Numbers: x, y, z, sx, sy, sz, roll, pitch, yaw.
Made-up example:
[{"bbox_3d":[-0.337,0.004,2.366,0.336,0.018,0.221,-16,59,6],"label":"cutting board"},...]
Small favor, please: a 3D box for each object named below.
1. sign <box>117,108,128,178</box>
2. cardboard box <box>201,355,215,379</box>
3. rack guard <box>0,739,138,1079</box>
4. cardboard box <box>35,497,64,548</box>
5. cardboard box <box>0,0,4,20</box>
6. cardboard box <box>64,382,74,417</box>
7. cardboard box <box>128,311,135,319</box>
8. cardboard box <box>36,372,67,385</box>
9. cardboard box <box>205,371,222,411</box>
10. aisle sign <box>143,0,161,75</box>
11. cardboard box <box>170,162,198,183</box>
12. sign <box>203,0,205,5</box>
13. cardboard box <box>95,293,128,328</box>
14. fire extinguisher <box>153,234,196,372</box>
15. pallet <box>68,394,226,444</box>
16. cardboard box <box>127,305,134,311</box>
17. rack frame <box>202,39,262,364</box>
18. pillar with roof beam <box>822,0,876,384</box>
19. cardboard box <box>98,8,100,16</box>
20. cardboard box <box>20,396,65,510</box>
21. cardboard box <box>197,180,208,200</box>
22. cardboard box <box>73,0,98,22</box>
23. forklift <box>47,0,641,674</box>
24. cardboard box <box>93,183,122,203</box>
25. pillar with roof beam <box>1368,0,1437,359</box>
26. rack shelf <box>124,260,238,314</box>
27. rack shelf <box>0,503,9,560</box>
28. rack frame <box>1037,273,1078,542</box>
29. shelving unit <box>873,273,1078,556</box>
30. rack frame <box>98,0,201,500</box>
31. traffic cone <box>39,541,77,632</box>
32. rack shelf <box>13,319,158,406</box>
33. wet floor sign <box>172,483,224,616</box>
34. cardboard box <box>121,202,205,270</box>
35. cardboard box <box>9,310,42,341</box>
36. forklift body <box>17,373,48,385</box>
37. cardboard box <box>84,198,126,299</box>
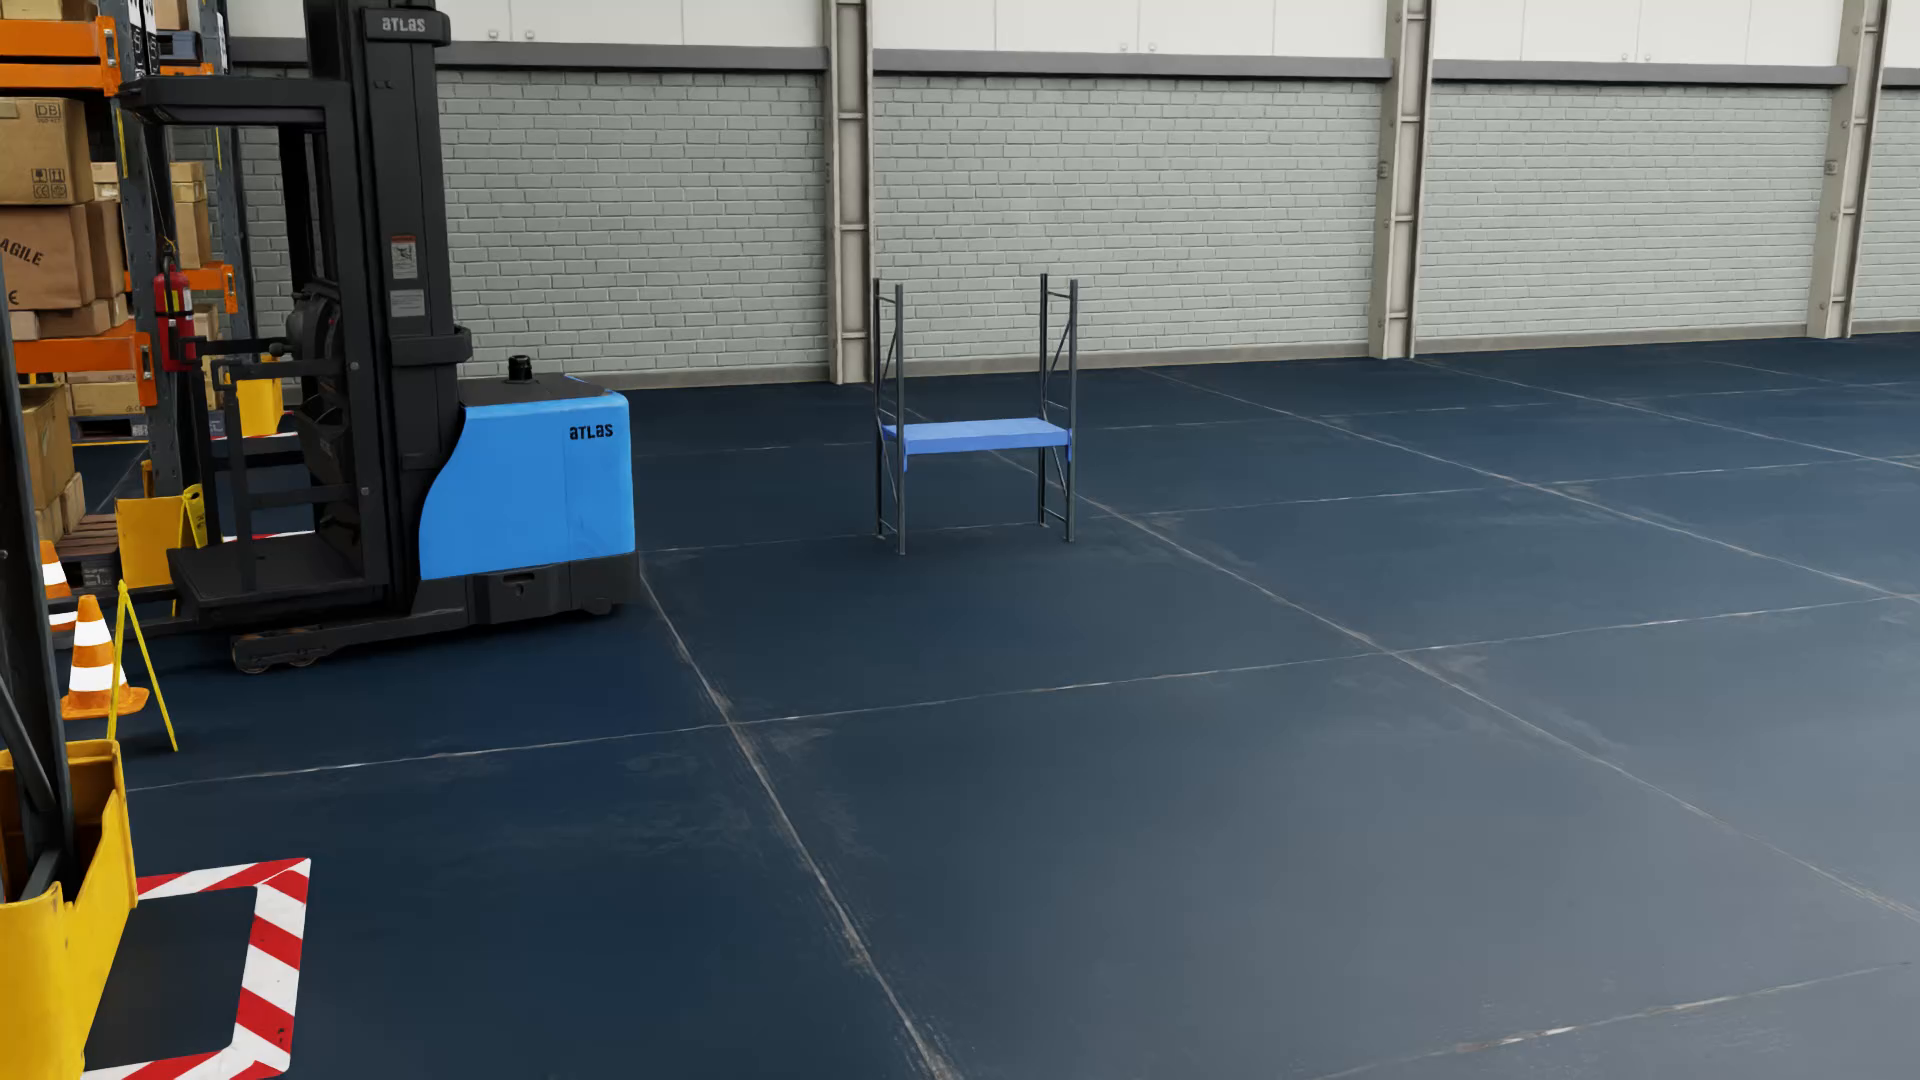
[{"bbox_3d":[-4.033,-1.910,8.007,0.005,0.325,0.100,-4,14,-18],"label":"sign"},{"bbox_3d":[-6.139,-1.410,13.044,0.500,0.250,0.500,-5,14,-19],"label":"cardboard box"},{"bbox_3d":[-2.493,0.976,4.460,0.348,0.500,1.175,-4,14,-18],"label":"rack guard"},{"bbox_3d":[-4.894,-0.063,8.459,0.500,0.250,0.500,-5,14,-18],"label":"cardboard box"},{"bbox_3d":[-4.665,-2.540,7.902,0.250,0.149,0.380,-4,14,-18],"label":"cardboard box"},{"bbox_3d":[-7.073,-1.098,12.811,0.500,0.250,0.500,-4,14,-17],"label":"cardboard box"},{"bbox_3d":[-6.596,-1.617,12.831,0.500,0.250,0.500,-4,14,-17],"label":"cardboard box"},{"bbox_3d":[-7.100,-1.333,12.719,0.500,0.250,0.500,-5,14,-19],"label":"cardboard box"},{"bbox_3d":[-6.122,-1.168,13.104,0.500,0.250,0.500,-4,14,-18],"label":"cardboard box"},{"bbox_3d":[-4.231,-2.654,8.700,0.004,0.787,0.394,-4,14,-18],"label":"aisle sign"},{"bbox_3d":[-6.050,-2.841,12.845,0.250,0.149,0.380,-4,14,-18],"label":"cardboard box"},{"bbox_3d":[-5.617,-4.136,12.326,0.005,0.325,0.100,-4,14,-18],"label":"sign"},{"bbox_3d":[-4.579,-1.215,8.810,0.250,0.149,0.380,-4,14,-18],"label":"cardboard box"},{"bbox_3d":[-3.935,-1.186,8.315,0.183,0.674,0.296,-4,14,-18],"label":"fire extinguisher"},{"bbox_3d":[-6.489,-0.983,13.318,1.213,0.211,1.003,-4,14,-18],"label":"pallet"},{"bbox_3d":[-6.766,-1.726,13.292,0.500,0.250,0.500,-4,14,-18],"label":"cardboard box"},{"bbox_3d":[-5.777,-2.405,13.271,0.127,3.000,1.000,-4,14,-18],"label":"rack frame"},{"bbox_3d":[0.335,-4.968,11.084,0.400,9.000,9.100,-4,14,-18],"label":"pillar with roof beam"},{"bbox_3d":[-6.466,-3.867,12.356,0.250,0.149,0.380,-5,14,-20],"label":"cardboard box"},{"bbox_3d":[-4.867,-0.432,8.390,0.500,0.500,0.500,-4,14,-18],"label":"cardboard box"},{"bbox_3d":[-6.181,-2.801,13.319,0.250,0.149,0.380,-5,14,-20],"label":"cardboard box"},{"bbox_3d":[-4.609,-2.700,8.574,0.250,0.149,0.380,-4,14,-18],"label":"cardboard box"},{"bbox_3d":[-3.091,-0.985,7.452,3.031,2.935,1.130,-8,16,-31],"label":"forklift"},{"bbox_3d":[-6.515,-2.651,12.688,0.250,0.149,0.380,-4,14,-17],"label":"cardboard box"},{"bbox_3d":[6.022,-5.411,12.946,0.400,9.000,9.100,-4,14,-18],"label":"pillar with roof beam"},{"bbox_3d":[-7.673,-1.907,12.734,4.000,0.370,1.077,-4,14,-18],"label":"rack shelf"},{"bbox_3d":[-4.412,0.259,3.626,4.000,0.370,1.077,-4,14,-18],"label":"rack shelf"},{"bbox_3d":[0.563,-0.773,9.653,0.032,1.500,0.500,-4,14,-18],"label":"rack frame"},{"bbox_3d":[0.081,-0.736,9.496,1.048,1.500,0.538,-4,14,-18],"label":"shelving unit"},{"bbox_3d":[-4.191,-1.317,8.696,0.127,3.000,1.000,-4,14,-18],"label":"rack frame"},{"bbox_3d":[-4.187,0.232,7.666,0.334,0.463,0.336,-4,14,-18],"label":"traffic cone"},{"bbox_3d":[-6.086,-0.819,8.158,4.000,0.370,1.077,-4,14,-18],"label":"rack shelf"},{"bbox_3d":[-3.669,0.049,8.041,0.232,0.644,0.267,0,13,1],"label":"wet floor sign"},{"bbox_3d":[-6.160,-2.360,12.865,0.500,0.500,0.500,-5,14,-19],"label":"cardboard box"},{"bbox_3d":[-4.682,-1.077,8.231,0.250,0.149,0.380,-5,14,-19],"label":"cardboard box"},{"bbox_3d":[-6.993,-1.452,11.099,1.214,2.155,2.313,-4,14,-18],"label":"forklift body"},{"bbox_3d":[-4.728,-1.536,8.759,0.500,0.500,0.500,-5,14,-19],"label":"cardboard box"}]
